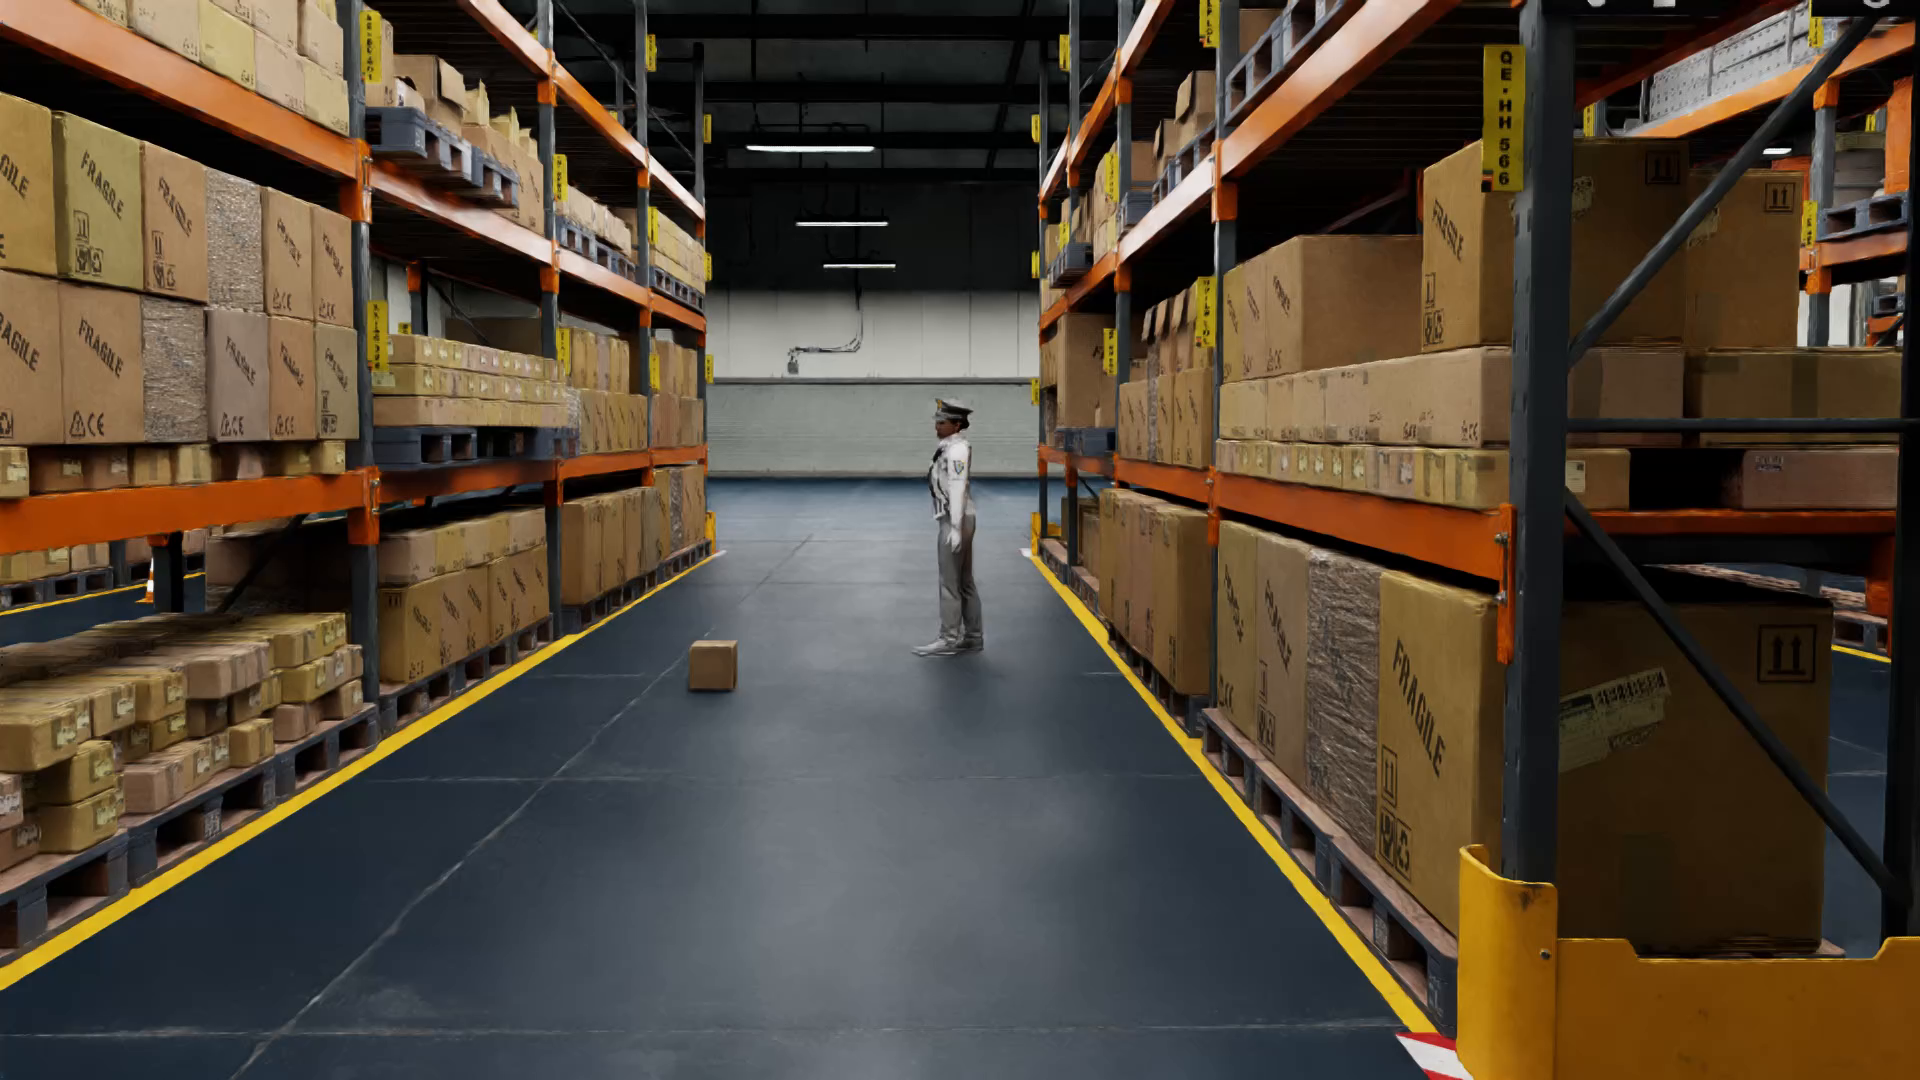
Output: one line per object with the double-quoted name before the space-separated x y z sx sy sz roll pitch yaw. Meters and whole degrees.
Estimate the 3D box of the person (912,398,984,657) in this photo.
"person" -0.076 -0.082 10.807 0.478 1.670 0.568 0 4 -2
